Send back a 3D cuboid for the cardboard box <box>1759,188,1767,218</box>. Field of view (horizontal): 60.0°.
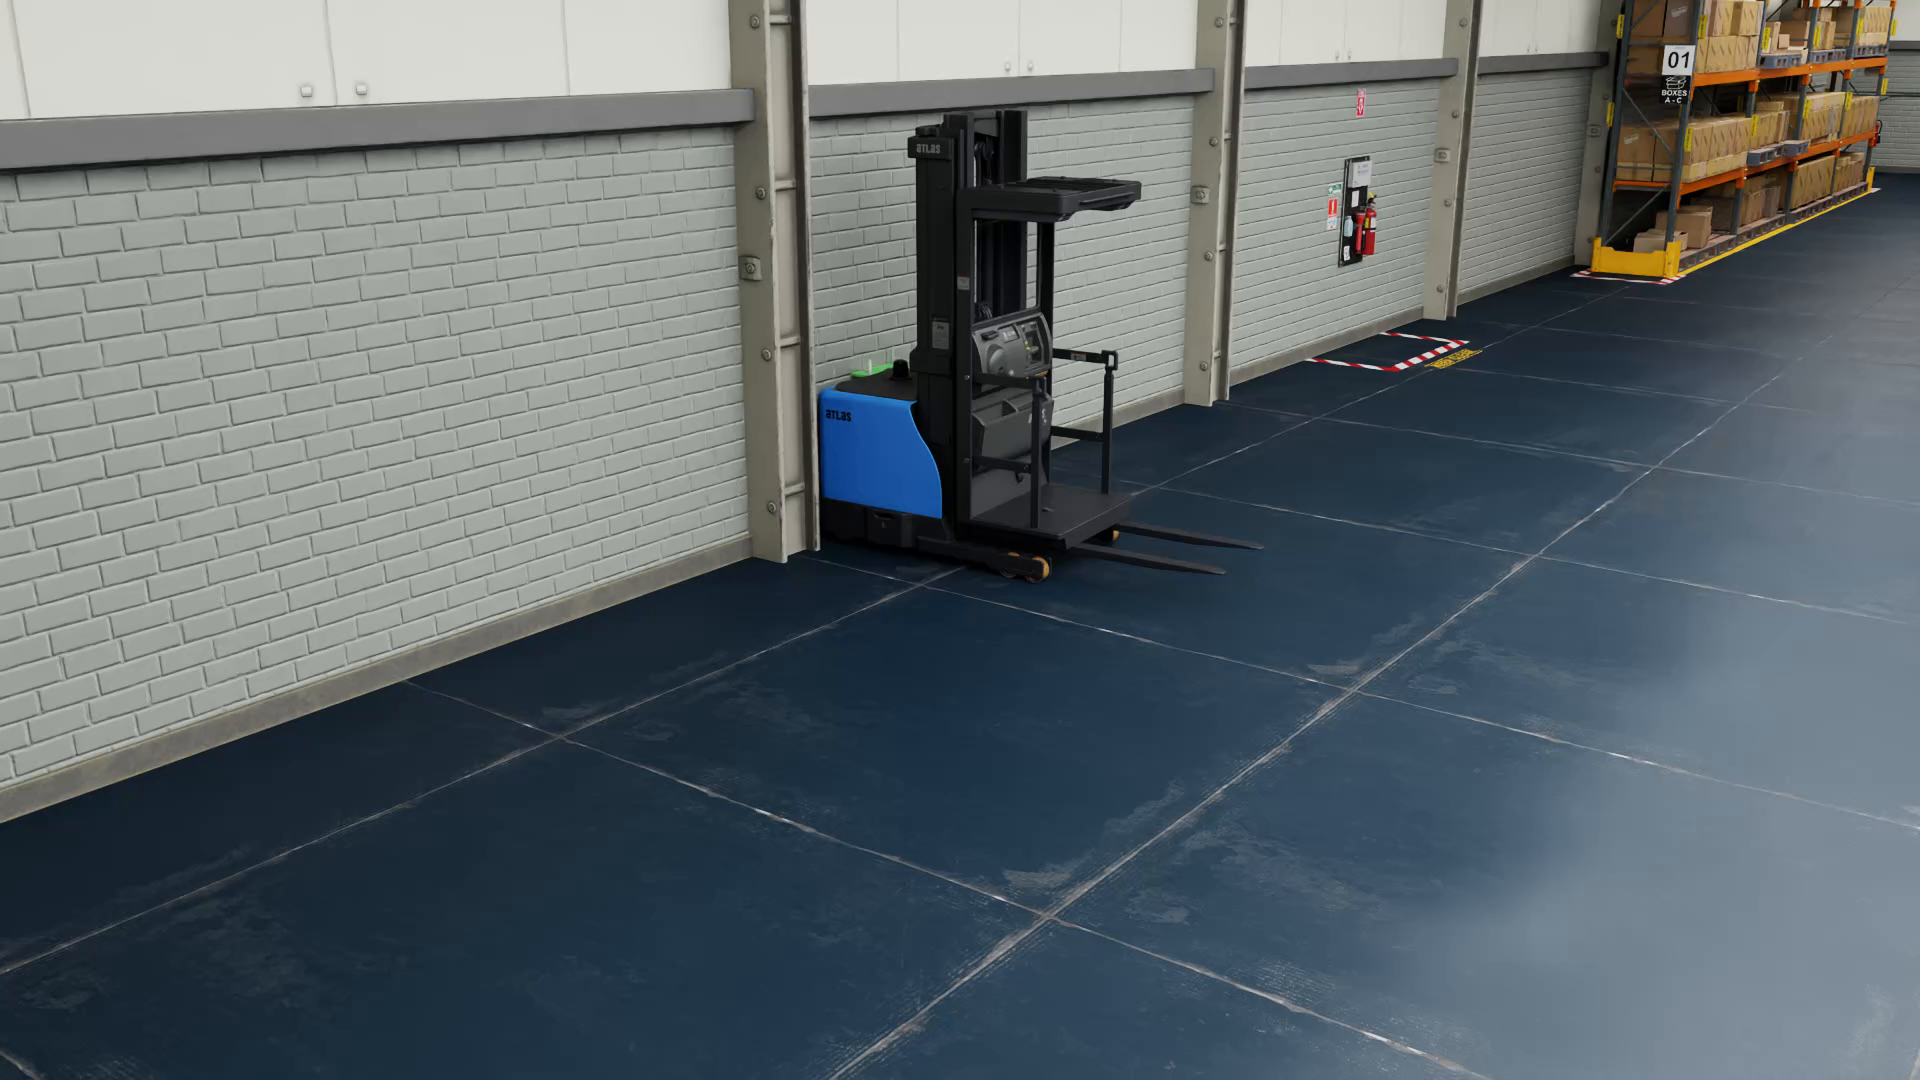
[{"bbox_3d":[13.776,-5.955,29.334,0.700,0.500,0.500,12,21,35],"label":"cardboard box"}]

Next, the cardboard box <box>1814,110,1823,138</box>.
[{"bbox_3d":[15.674,-7.732,30.880,0.500,0.500,0.500,12,21,34],"label":"cardboard box"}]

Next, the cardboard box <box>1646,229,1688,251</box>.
[{"bbox_3d":[10.621,-4.526,25.053,0.500,0.311,0.500,15,22,39],"label":"cardboard box"}]

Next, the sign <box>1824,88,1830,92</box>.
[{"bbox_3d":[18.888,-9.677,36.255,0.100,0.325,0.005,12,21,35],"label":"sign"}]

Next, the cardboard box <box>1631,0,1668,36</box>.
[{"bbox_3d":[9.844,-7.432,23.672,0.500,0.500,0.500,14,22,37],"label":"cardboard box"}]

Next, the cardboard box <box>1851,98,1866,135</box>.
[{"bbox_3d":[18.148,-8.791,34.490,0.980,0.700,0.700,11,20,32],"label":"cardboard box"}]

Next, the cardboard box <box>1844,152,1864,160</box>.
[{"bbox_3d":[19.063,-8.196,35.491,0.380,0.149,0.250,12,21,34],"label":"cardboard box"}]

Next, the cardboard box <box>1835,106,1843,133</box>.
[{"bbox_3d":[16.874,-8.219,32.448,0.500,0.500,0.500,12,21,34],"label":"cardboard box"}]

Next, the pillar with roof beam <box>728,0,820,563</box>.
[{"bbox_3d":[2.251,-3.452,7.687,9.100,9.000,0.400,12,21,35],"label":"pillar with roof beam"}]

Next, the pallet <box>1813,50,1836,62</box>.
[{"bbox_3d":[15.568,-8.993,30.906,1.003,0.211,1.213,14,22,37],"label":"pallet"}]

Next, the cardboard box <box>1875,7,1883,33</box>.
[{"bbox_3d":[18.502,-10.628,33.965,0.500,0.500,0.500,11,21,32],"label":"cardboard box"}]

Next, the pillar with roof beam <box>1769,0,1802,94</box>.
[{"bbox_3d":[20.126,-10.598,30.697,9.100,9.000,0.400,12,21,35],"label":"pillar with roof beam"}]

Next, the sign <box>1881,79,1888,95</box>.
[{"bbox_3d":[19.758,-9.693,35.549,0.100,0.325,0.005,12,21,35],"label":"sign"}]

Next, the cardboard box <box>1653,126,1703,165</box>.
[{"bbox_3d":[10.323,-5.672,23.906,0.500,0.500,0.500,12,21,35],"label":"cardboard box"}]

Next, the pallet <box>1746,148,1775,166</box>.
[{"bbox_3d":[12.752,-6.333,27.403,1.003,0.211,1.213,12,21,35],"label":"pallet"}]

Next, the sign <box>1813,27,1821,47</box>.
[{"bbox_3d":[14.998,-8.804,29.107,0.100,0.325,0.005,12,21,35],"label":"sign"}]

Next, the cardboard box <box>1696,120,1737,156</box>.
[{"bbox_3d":[11.545,-6.159,25.474,0.500,0.500,0.500,12,21,33],"label":"cardboard box"}]

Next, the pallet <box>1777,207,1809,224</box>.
[{"bbox_3d":[15.094,-6.064,30.914,1.003,0.211,1.213,12,21,35],"label":"pallet"}]

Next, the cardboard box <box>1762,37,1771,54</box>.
[{"bbox_3d":[12.937,-8.122,27.223,0.500,0.311,0.500,13,22,36],"label":"cardboard box"}]

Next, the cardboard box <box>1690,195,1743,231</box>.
[{"bbox_3d":[12.605,-5.463,27.751,0.700,0.500,0.500,13,22,37],"label":"cardboard box"}]

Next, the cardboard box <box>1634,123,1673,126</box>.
[{"bbox_3d":[10.215,-5.880,24.574,0.500,0.500,0.500,13,21,35],"label":"cardboard box"}]

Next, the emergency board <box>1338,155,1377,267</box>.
[{"bbox_3d":[4.441,-3.624,18.357,0.194,1.169,0.643,12,21,35],"label":"emergency board"}]

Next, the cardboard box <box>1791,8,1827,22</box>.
[{"bbox_3d":[16.000,-9.902,31.339,0.500,0.250,0.500,12,21,33],"label":"cardboard box"}]

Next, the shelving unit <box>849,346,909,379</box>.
[{"bbox_3d":[-0.562,-0.777,12.185,0.258,1.200,0.503,13,22,38],"label":"shelving unit"}]

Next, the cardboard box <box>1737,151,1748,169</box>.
[{"bbox_3d":[12.141,-6.040,26.355,0.500,0.250,0.500,12,21,35],"label":"cardboard box"}]

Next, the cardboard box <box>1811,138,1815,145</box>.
[{"bbox_3d":[15.851,-7.515,31.277,0.380,0.149,0.250,13,21,35],"label":"cardboard box"}]

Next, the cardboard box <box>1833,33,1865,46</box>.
[{"bbox_3d":[17.570,-9.901,32.887,0.500,0.250,0.500,12,21,35],"label":"cardboard box"}]

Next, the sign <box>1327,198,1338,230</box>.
[{"bbox_3d":[4.029,-3.528,17.986,0.001,0.329,0.234,12,21,35],"label":"sign"}]

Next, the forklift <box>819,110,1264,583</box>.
[{"bbox_3d":[0.528,-1.301,10.991,3.031,2.935,1.130,11,20,31],"label":"forklift"}]

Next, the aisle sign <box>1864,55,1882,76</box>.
[{"bbox_3d":[19.614,-10.332,35.574,0.394,0.787,0.004,12,21,35],"label":"aisle sign"}]

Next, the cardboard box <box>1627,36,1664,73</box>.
[{"bbox_3d":[9.842,-6.950,23.805,0.500,0.500,0.500,14,22,39],"label":"cardboard box"}]

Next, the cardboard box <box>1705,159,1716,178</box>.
[{"bbox_3d":[10.949,-5.560,24.810,0.500,0.250,0.500,12,21,34],"label":"cardboard box"}]

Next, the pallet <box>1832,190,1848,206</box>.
[{"bbox_3d":[17.463,-7.009,33.959,1.003,0.211,1.213,12,21,35],"label":"pallet"}]

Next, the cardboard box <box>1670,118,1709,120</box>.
[{"bbox_3d":[11.421,-6.367,26.143,0.500,0.500,0.500,12,21,34],"label":"cardboard box"}]

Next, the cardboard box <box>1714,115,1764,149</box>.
[{"bbox_3d":[12.849,-6.773,27.587,0.700,0.500,0.500,15,23,40],"label":"cardboard box"}]

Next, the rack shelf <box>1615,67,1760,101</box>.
[{"bbox_3d":[10.988,-6.881,24.999,1.077,0.370,4.000,12,21,35],"label":"rack shelf"}]

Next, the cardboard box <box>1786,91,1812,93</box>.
[{"bbox_3d":[16.463,-8.668,32.629,0.500,0.250,0.500,13,22,36],"label":"cardboard box"}]

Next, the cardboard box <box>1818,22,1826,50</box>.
[{"bbox_3d":[15.704,-9.422,31.058,0.700,0.500,0.500,12,21,35],"label":"cardboard box"}]

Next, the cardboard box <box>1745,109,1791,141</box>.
[{"bbox_3d":[14.291,-7.365,29.493,0.700,0.500,0.500,10,20,28],"label":"cardboard box"}]

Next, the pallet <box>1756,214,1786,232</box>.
[{"bbox_3d":[14.097,-5.703,29.754,1.003,0.211,1.213,12,21,35],"label":"pallet"}]

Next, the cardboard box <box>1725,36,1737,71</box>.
[{"bbox_3d":[11.154,-7.218,24.670,0.500,0.500,0.500,14,22,38],"label":"cardboard box"}]

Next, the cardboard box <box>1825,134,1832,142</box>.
[{"bbox_3d":[16.540,-7.741,32.005,0.380,0.149,0.250,12,21,35],"label":"cardboard box"}]

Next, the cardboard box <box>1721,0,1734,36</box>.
[{"bbox_3d":[10.857,-7.566,24.105,0.500,0.500,0.500,13,22,36],"label":"cardboard box"}]

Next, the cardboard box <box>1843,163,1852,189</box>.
[{"bbox_3d":[18.084,-7.581,34.606,0.700,0.500,0.500,13,21,36],"label":"cardboard box"}]

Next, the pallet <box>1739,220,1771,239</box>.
[{"bbox_3d":[13.369,-5.414,28.822,1.003,0.211,1.213,12,21,35],"label":"pallet"}]

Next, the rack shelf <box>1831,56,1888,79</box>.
[{"bbox_3d":[18.138,-9.739,34.203,1.077,0.370,4.000,12,21,35],"label":"rack shelf"}]

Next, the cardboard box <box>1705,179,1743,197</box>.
[{"bbox_3d":[12.865,-5.927,27.979,0.500,0.250,0.500,12,21,34],"label":"cardboard box"}]

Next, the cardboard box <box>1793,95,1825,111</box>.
[{"bbox_3d":[15.655,-8.089,30.766,0.500,0.250,0.500,13,21,35],"label":"cardboard box"}]

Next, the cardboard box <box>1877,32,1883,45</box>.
[{"bbox_3d":[18.798,-10.390,34.463,0.500,0.250,0.500,11,21,33],"label":"cardboard box"}]

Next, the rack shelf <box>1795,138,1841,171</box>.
[{"bbox_3d":[15.755,-7.354,31.580,1.077,0.370,4.000,12,21,35],"label":"rack shelf"}]

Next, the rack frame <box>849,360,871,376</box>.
[{"bbox_3d":[-0.718,-0.720,12.006,0.240,1.200,0.015,13,22,38],"label":"rack frame"}]

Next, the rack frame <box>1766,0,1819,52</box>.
[{"bbox_3d":[14.563,-10.086,29.049,1.000,3.000,0.127,12,21,35],"label":"rack frame"}]

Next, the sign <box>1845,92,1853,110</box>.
[{"bbox_3d":[17.388,-8.595,32.546,0.100,0.325,0.005,12,21,35],"label":"sign"}]

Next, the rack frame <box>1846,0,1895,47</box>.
[{"bbox_3d":[19.330,-11.991,35.185,1.000,3.000,0.127,12,21,35],"label":"rack frame"}]

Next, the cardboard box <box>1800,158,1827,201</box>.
[{"bbox_3d":[16.137,-6.958,32.008,0.750,0.750,0.750,13,22,36],"label":"cardboard box"}]
